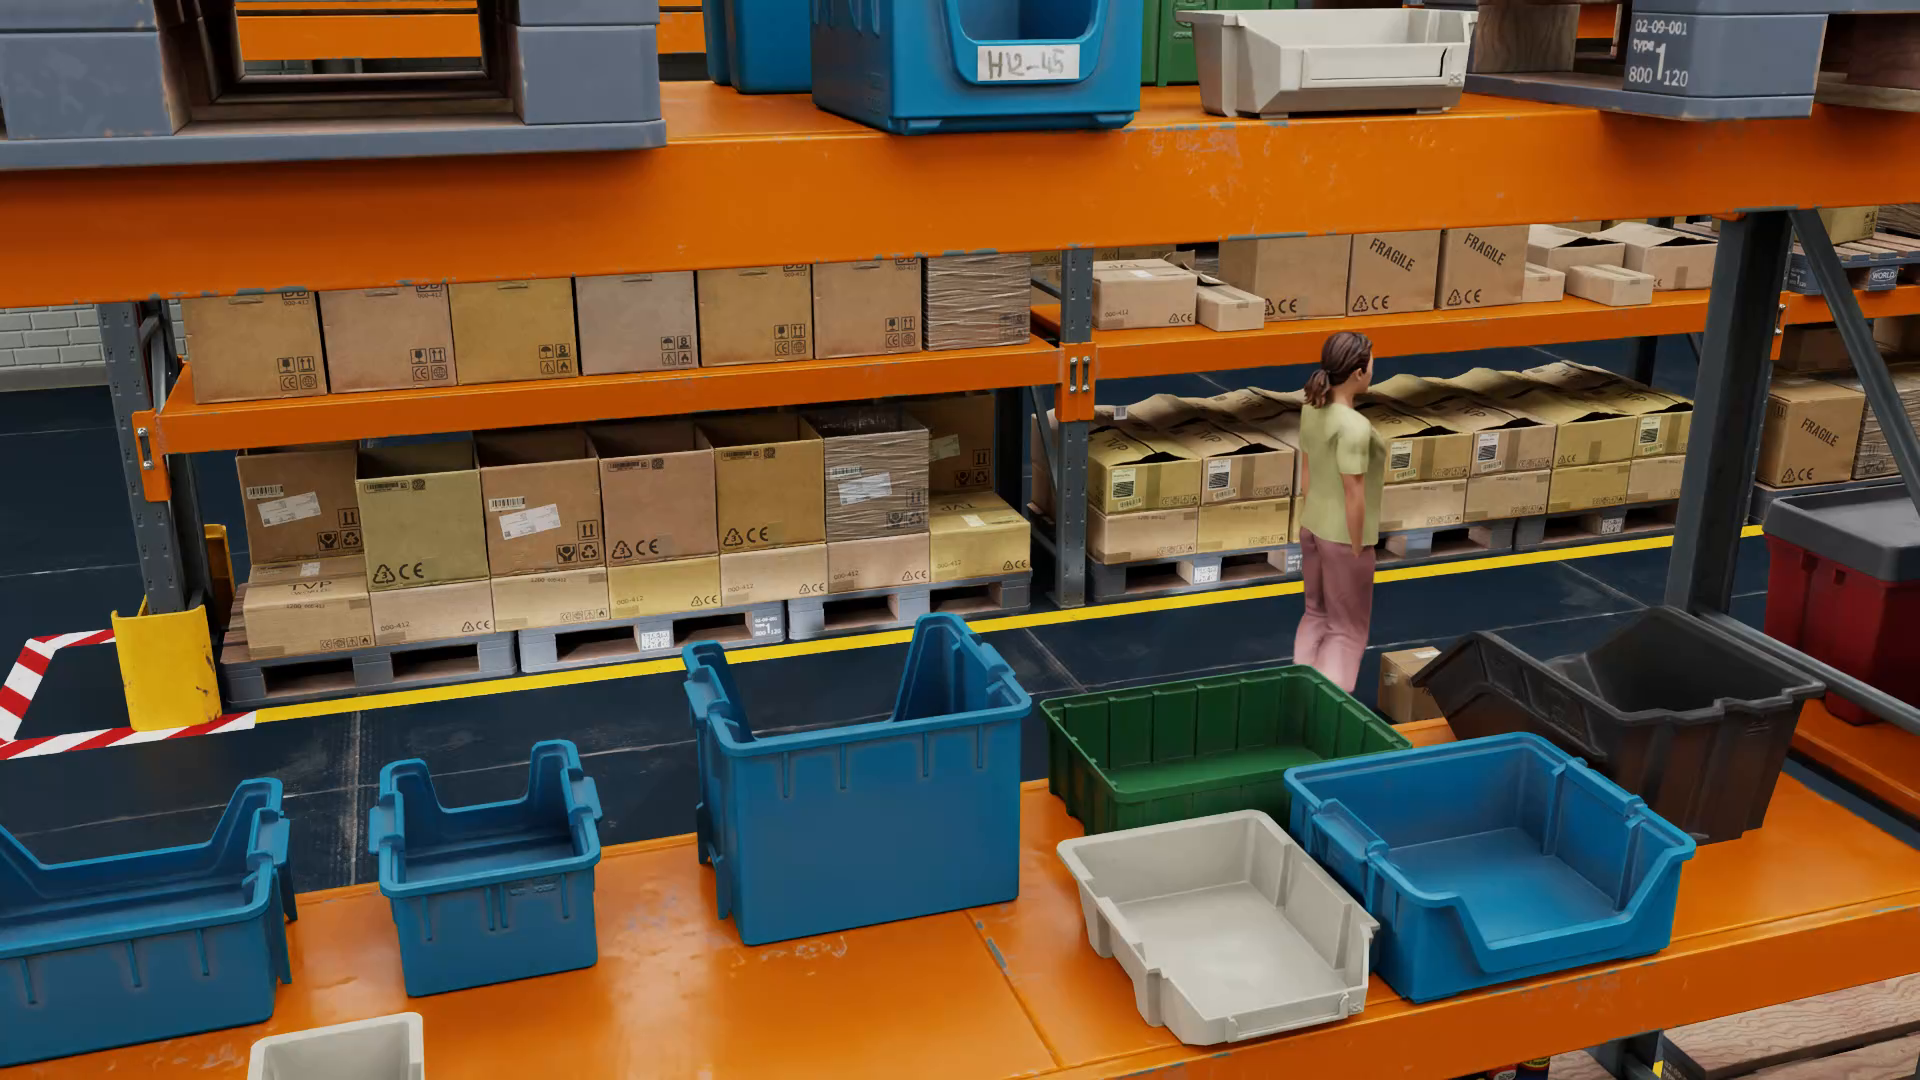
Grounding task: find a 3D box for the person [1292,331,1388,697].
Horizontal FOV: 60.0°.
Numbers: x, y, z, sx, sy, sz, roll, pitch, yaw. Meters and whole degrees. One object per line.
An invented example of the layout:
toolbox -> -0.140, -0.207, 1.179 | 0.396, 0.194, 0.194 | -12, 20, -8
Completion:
person -> 1.487, 0.005, 6.593 | 0.345, 1.690, 0.441 | -6, 20, -16
